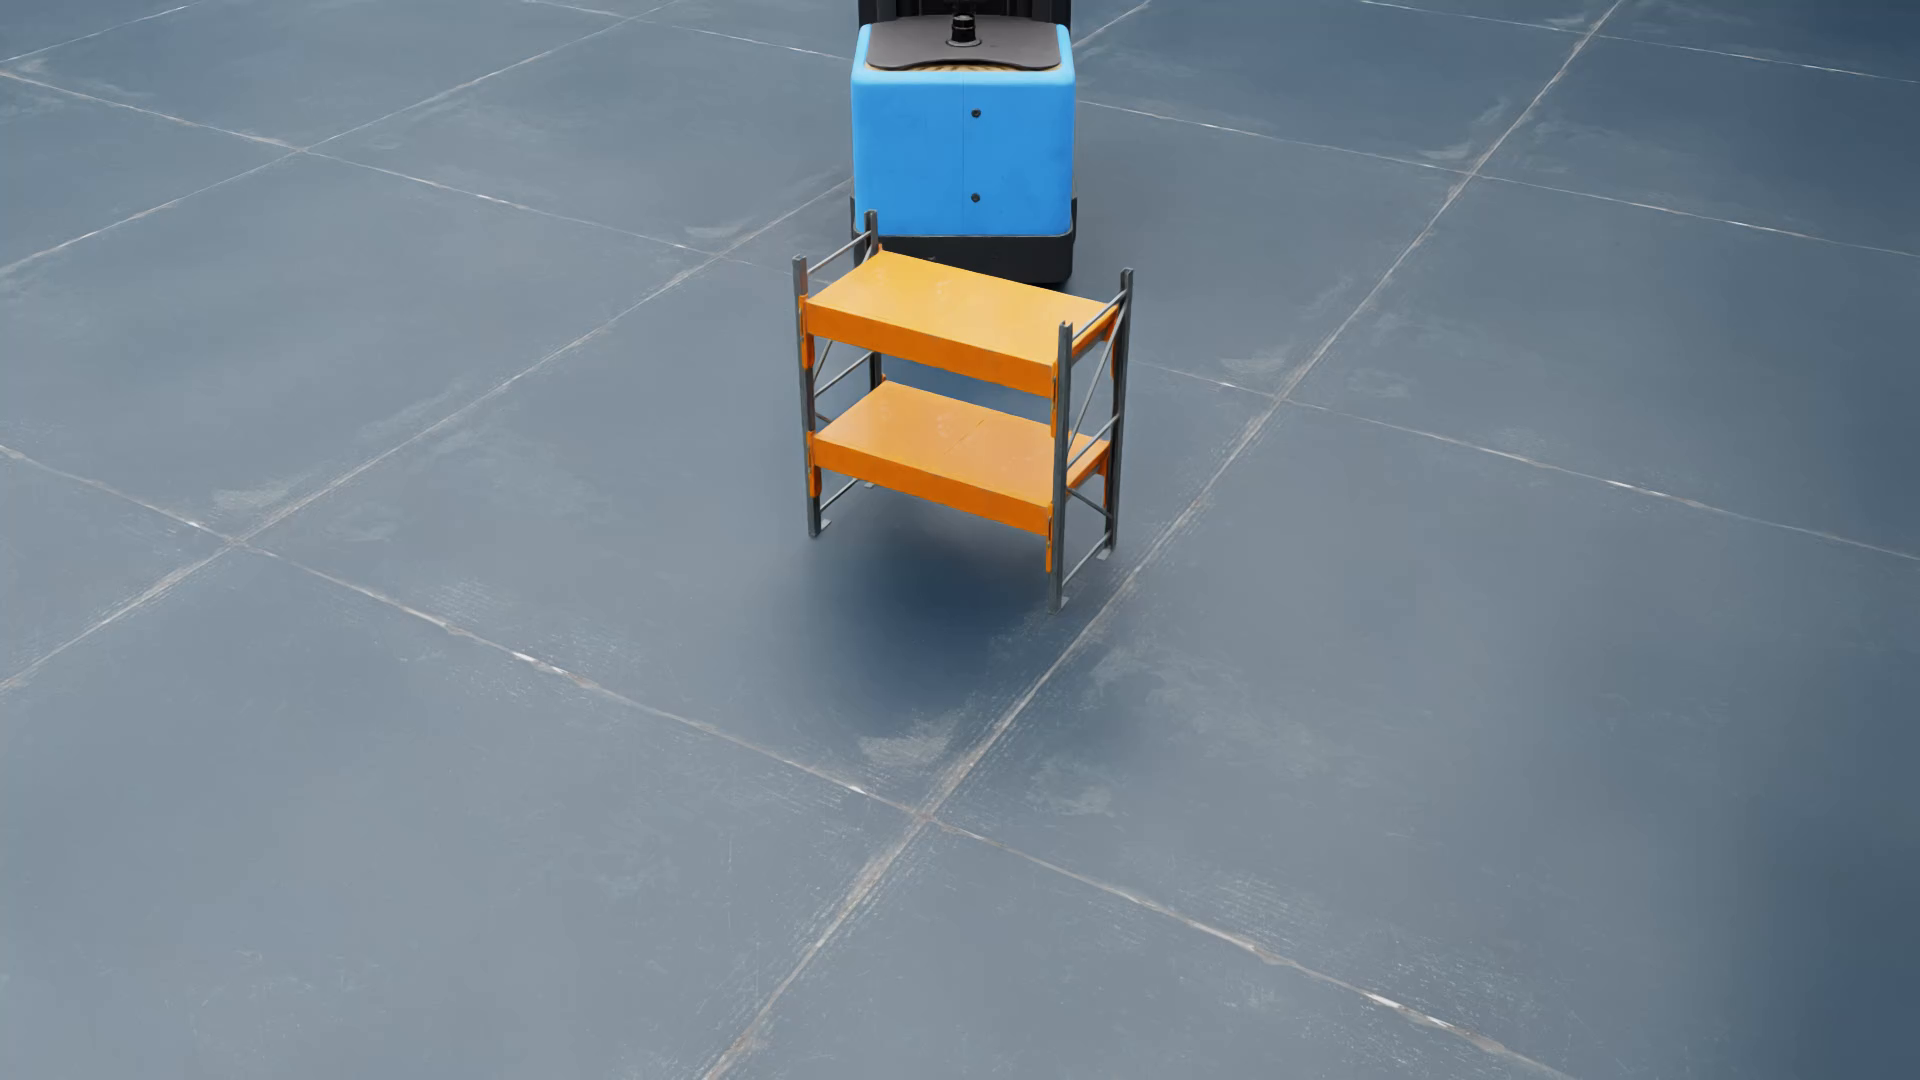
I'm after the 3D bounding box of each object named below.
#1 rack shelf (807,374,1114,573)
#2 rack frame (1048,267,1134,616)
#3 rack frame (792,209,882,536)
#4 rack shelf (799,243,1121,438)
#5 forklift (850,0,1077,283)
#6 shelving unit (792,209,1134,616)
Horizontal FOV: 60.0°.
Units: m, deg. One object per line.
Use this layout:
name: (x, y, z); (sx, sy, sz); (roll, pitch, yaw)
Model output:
rack shelf: (0.006, -0.263, 6.071); (1.000, 0.278, 0.538); (18, 37, 24)
rack frame: (0.447, -0.327, 5.725); (0.032, 1.125, 0.500); (18, 37, 24)
rack frame: (-0.435, -0.606, 6.145); (0.032, 1.125, 0.500); (18, 37, 24)
rack shelf: (0.006, -0.710, 5.773); (1.000, 0.278, 0.538); (18, 37, 24)
forklift: (0.025, -3.232, 8.459); (1.130, 2.935, 3.031); (0, 34, 0)
shelving unit: (0.006, -0.466, 5.935); (1.048, 1.125, 0.538); (18, 37, 24)
